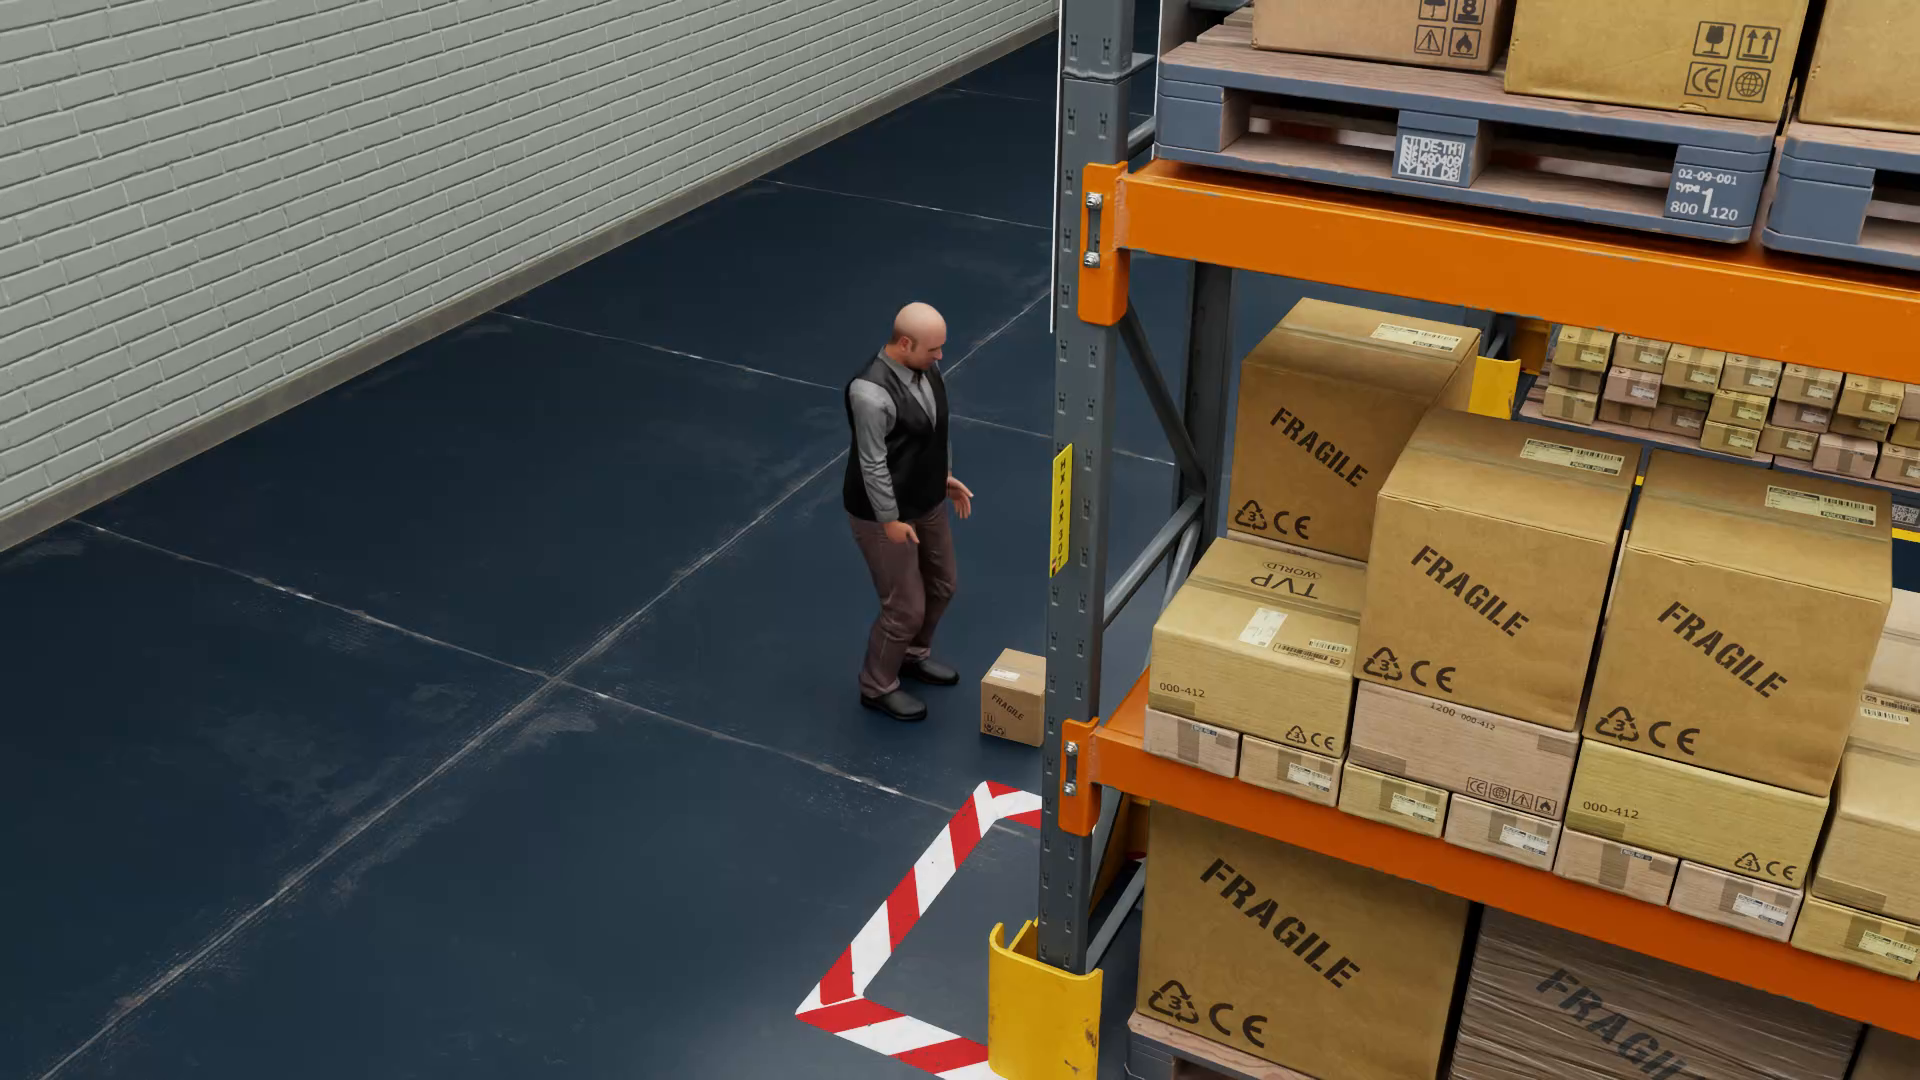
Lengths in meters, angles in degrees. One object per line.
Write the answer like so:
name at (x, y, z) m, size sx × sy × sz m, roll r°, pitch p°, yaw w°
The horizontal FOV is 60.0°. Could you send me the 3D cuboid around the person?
person at (-0.212, -0.130, 6.420) m, size 0.390 × 1.692 × 0.549 m, roll 15°, pitch 33°, yaw 24°
